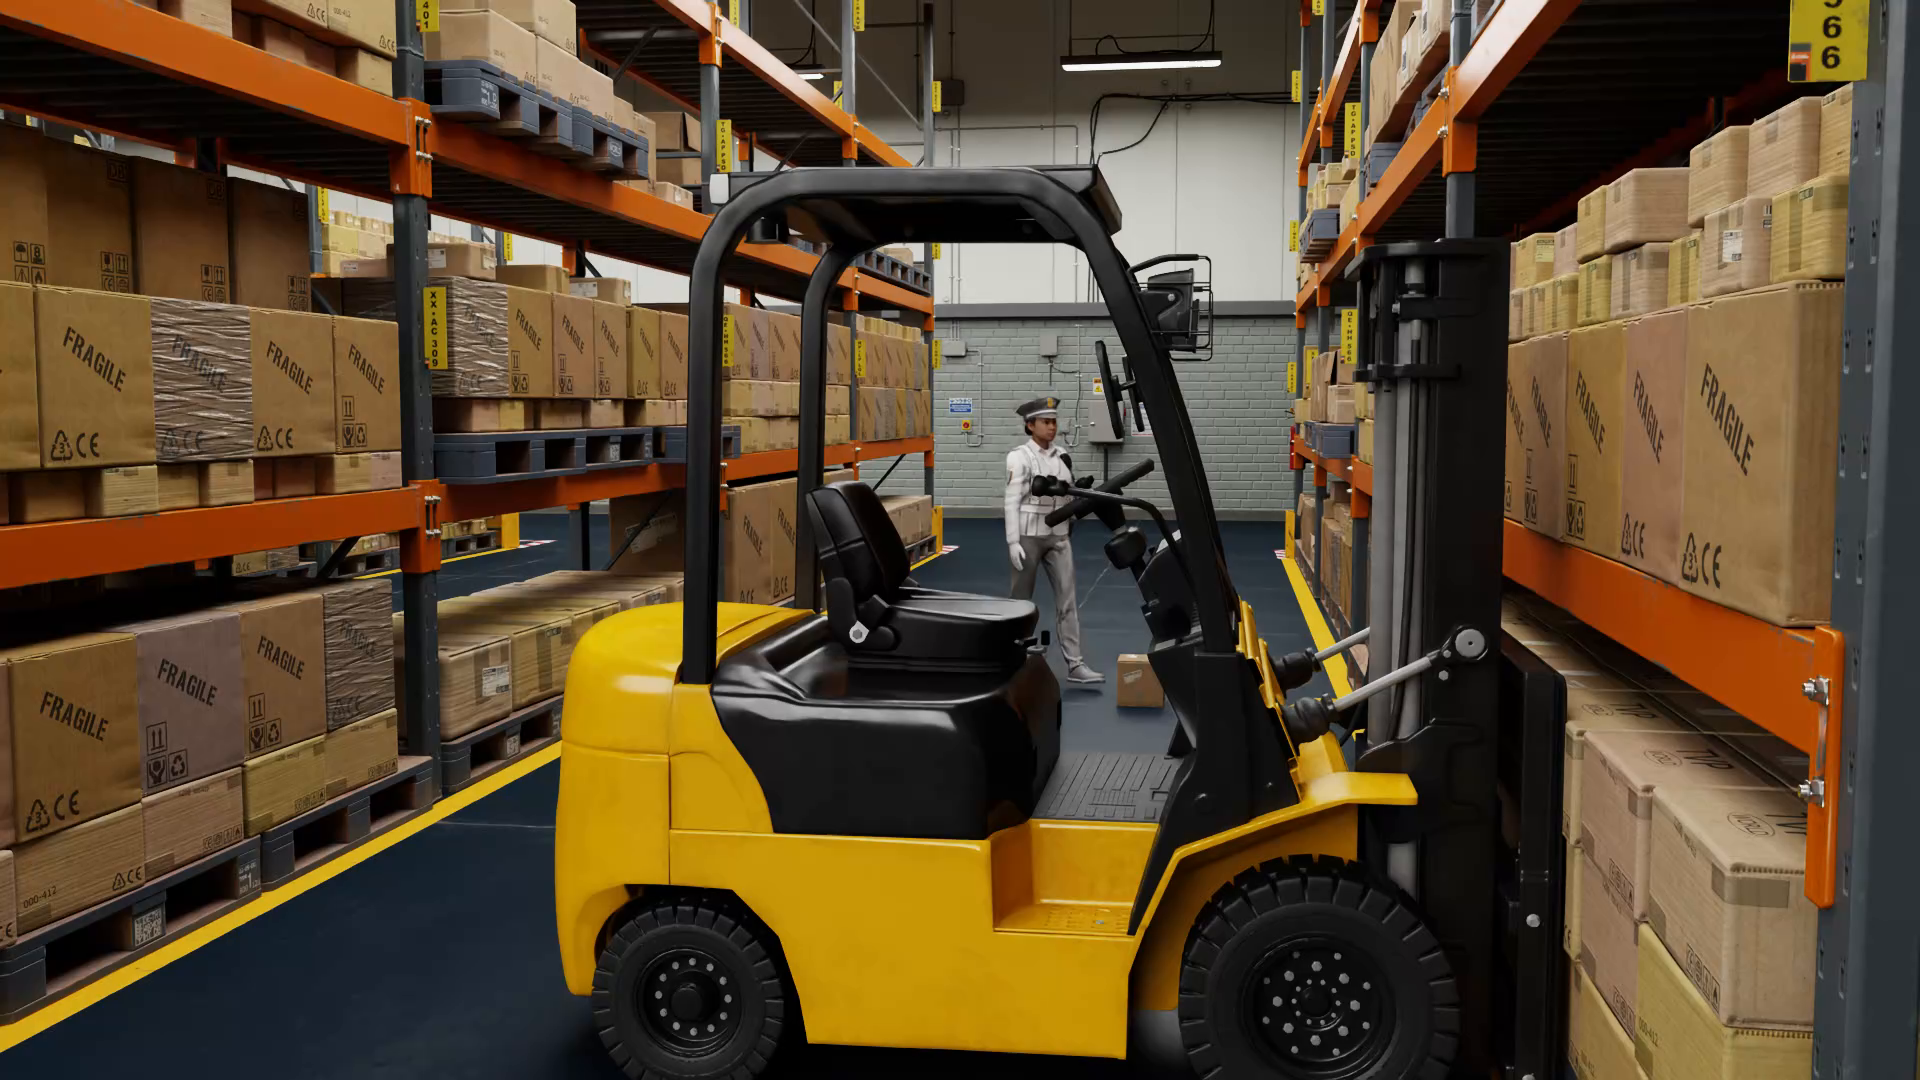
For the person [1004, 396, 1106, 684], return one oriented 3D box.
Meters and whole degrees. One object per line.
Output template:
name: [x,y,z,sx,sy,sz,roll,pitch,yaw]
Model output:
person: [0.500,0.001,9.644,0.490,1.666,0.800,-3,5,-29]
